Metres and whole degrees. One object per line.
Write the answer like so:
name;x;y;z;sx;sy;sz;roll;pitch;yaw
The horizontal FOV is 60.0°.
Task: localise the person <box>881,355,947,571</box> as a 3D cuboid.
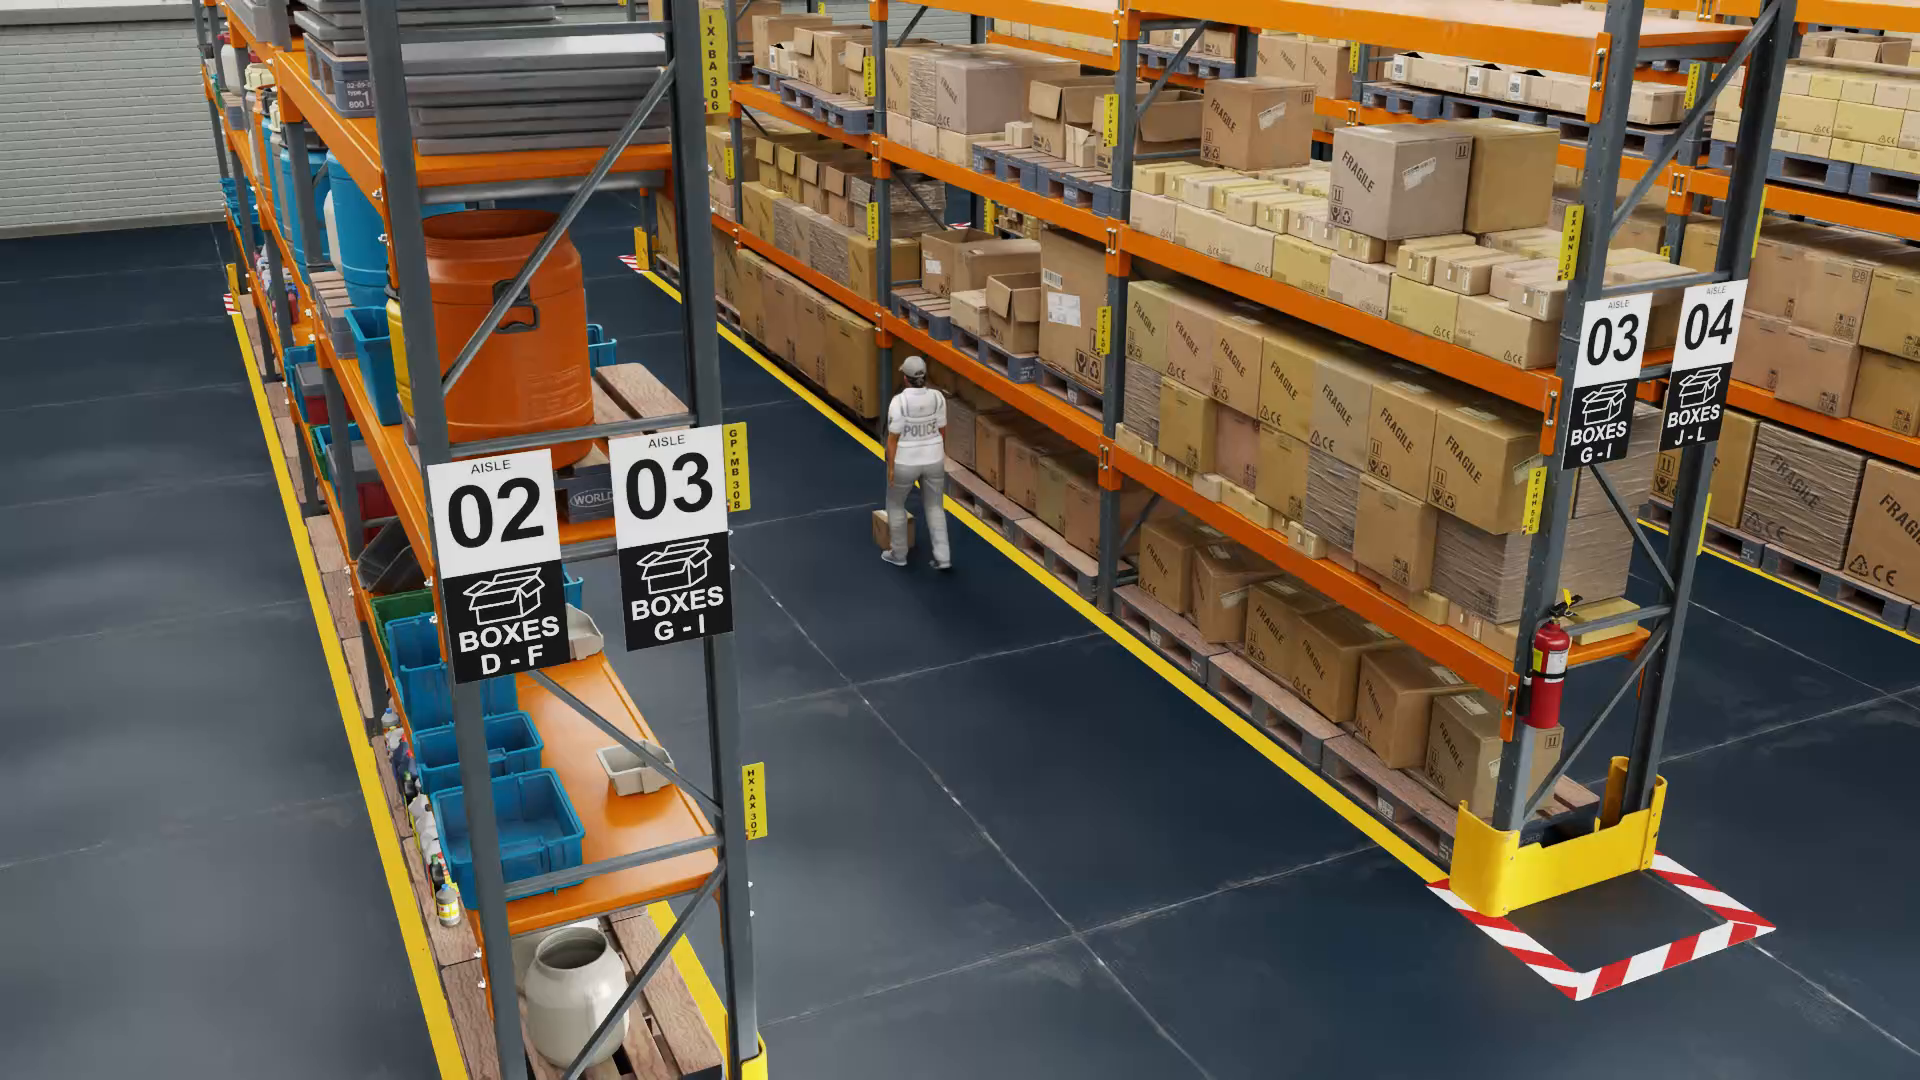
person;-0.347;-0.565;12.427;0.467;1.688;0.388;-10;24;-22
